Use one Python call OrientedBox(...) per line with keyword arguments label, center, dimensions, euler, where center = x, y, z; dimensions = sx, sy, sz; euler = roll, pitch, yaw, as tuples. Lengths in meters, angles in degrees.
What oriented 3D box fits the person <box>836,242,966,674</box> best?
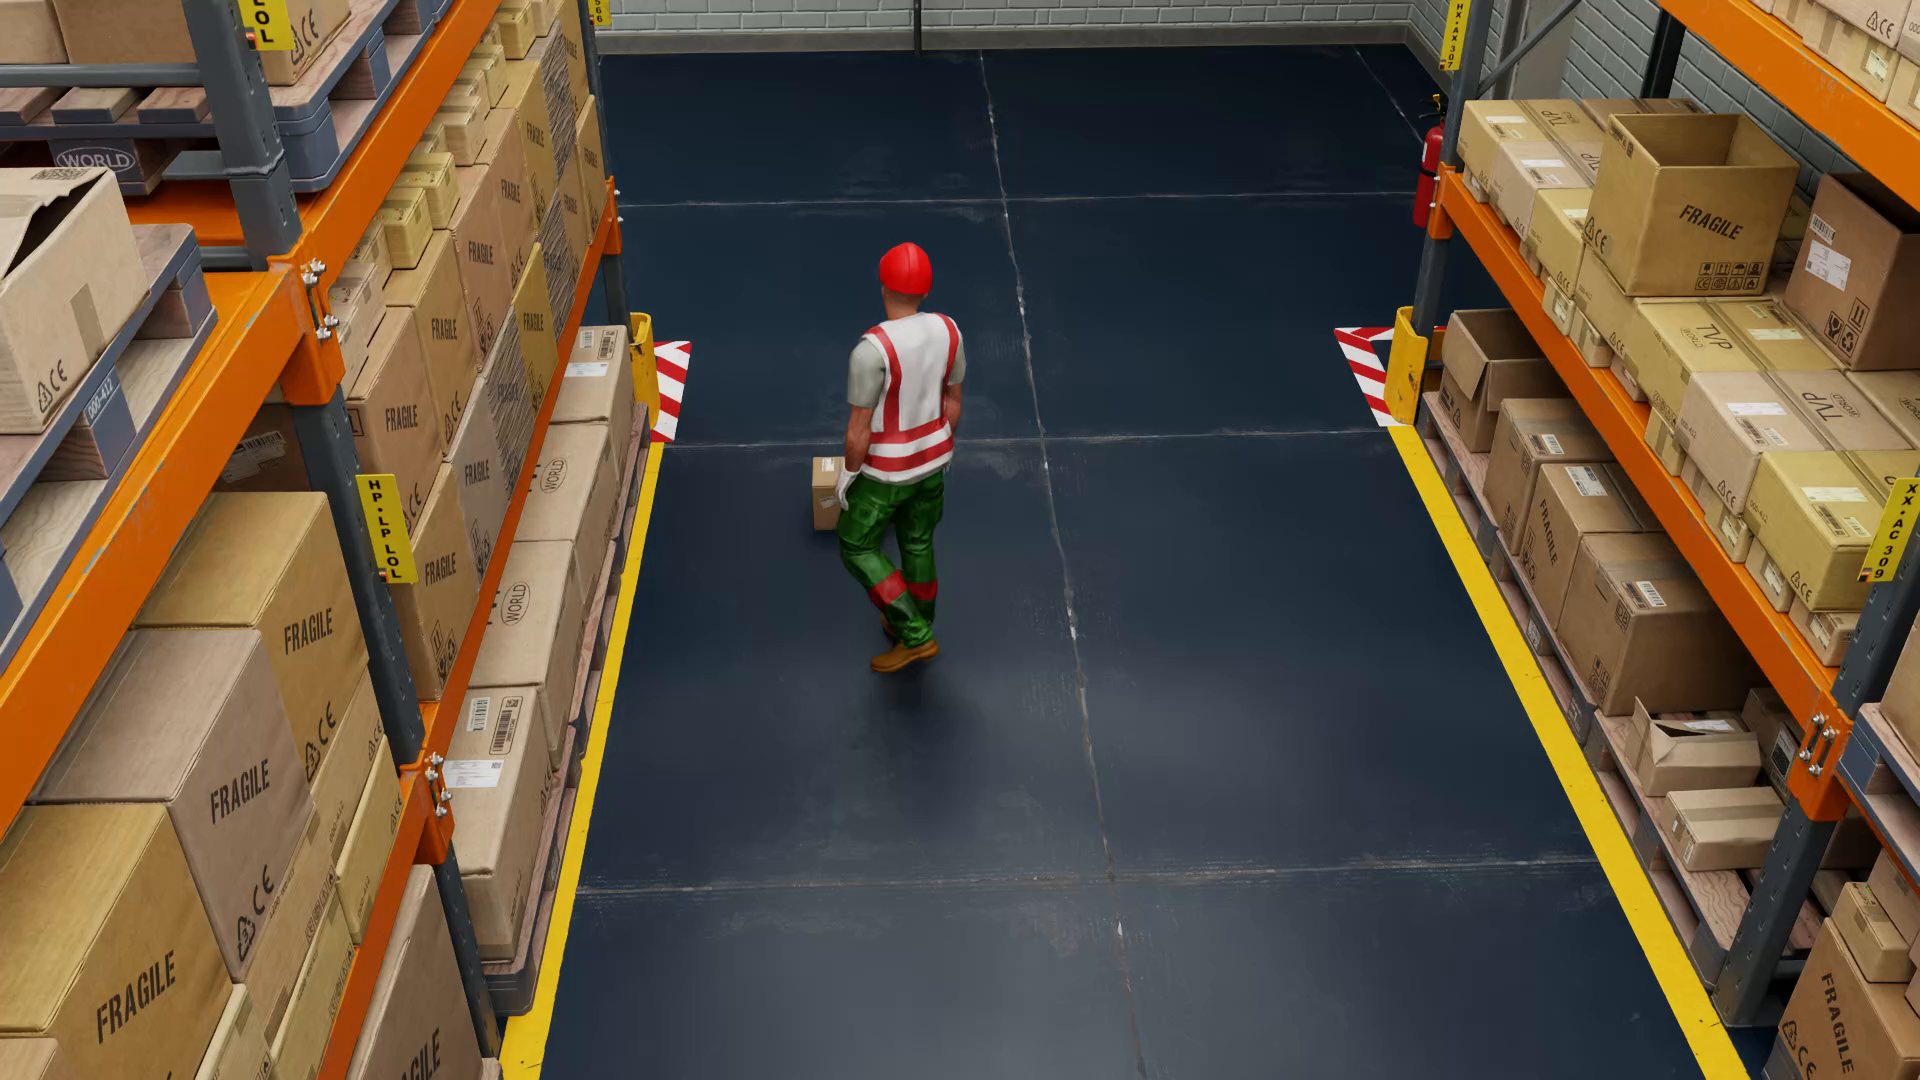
OrientedBox(label="person", center=(-0.184, -0.267, 6.490), dimensions=(0.587, 1.787, 0.538), euler=(-26, 43, -32))
